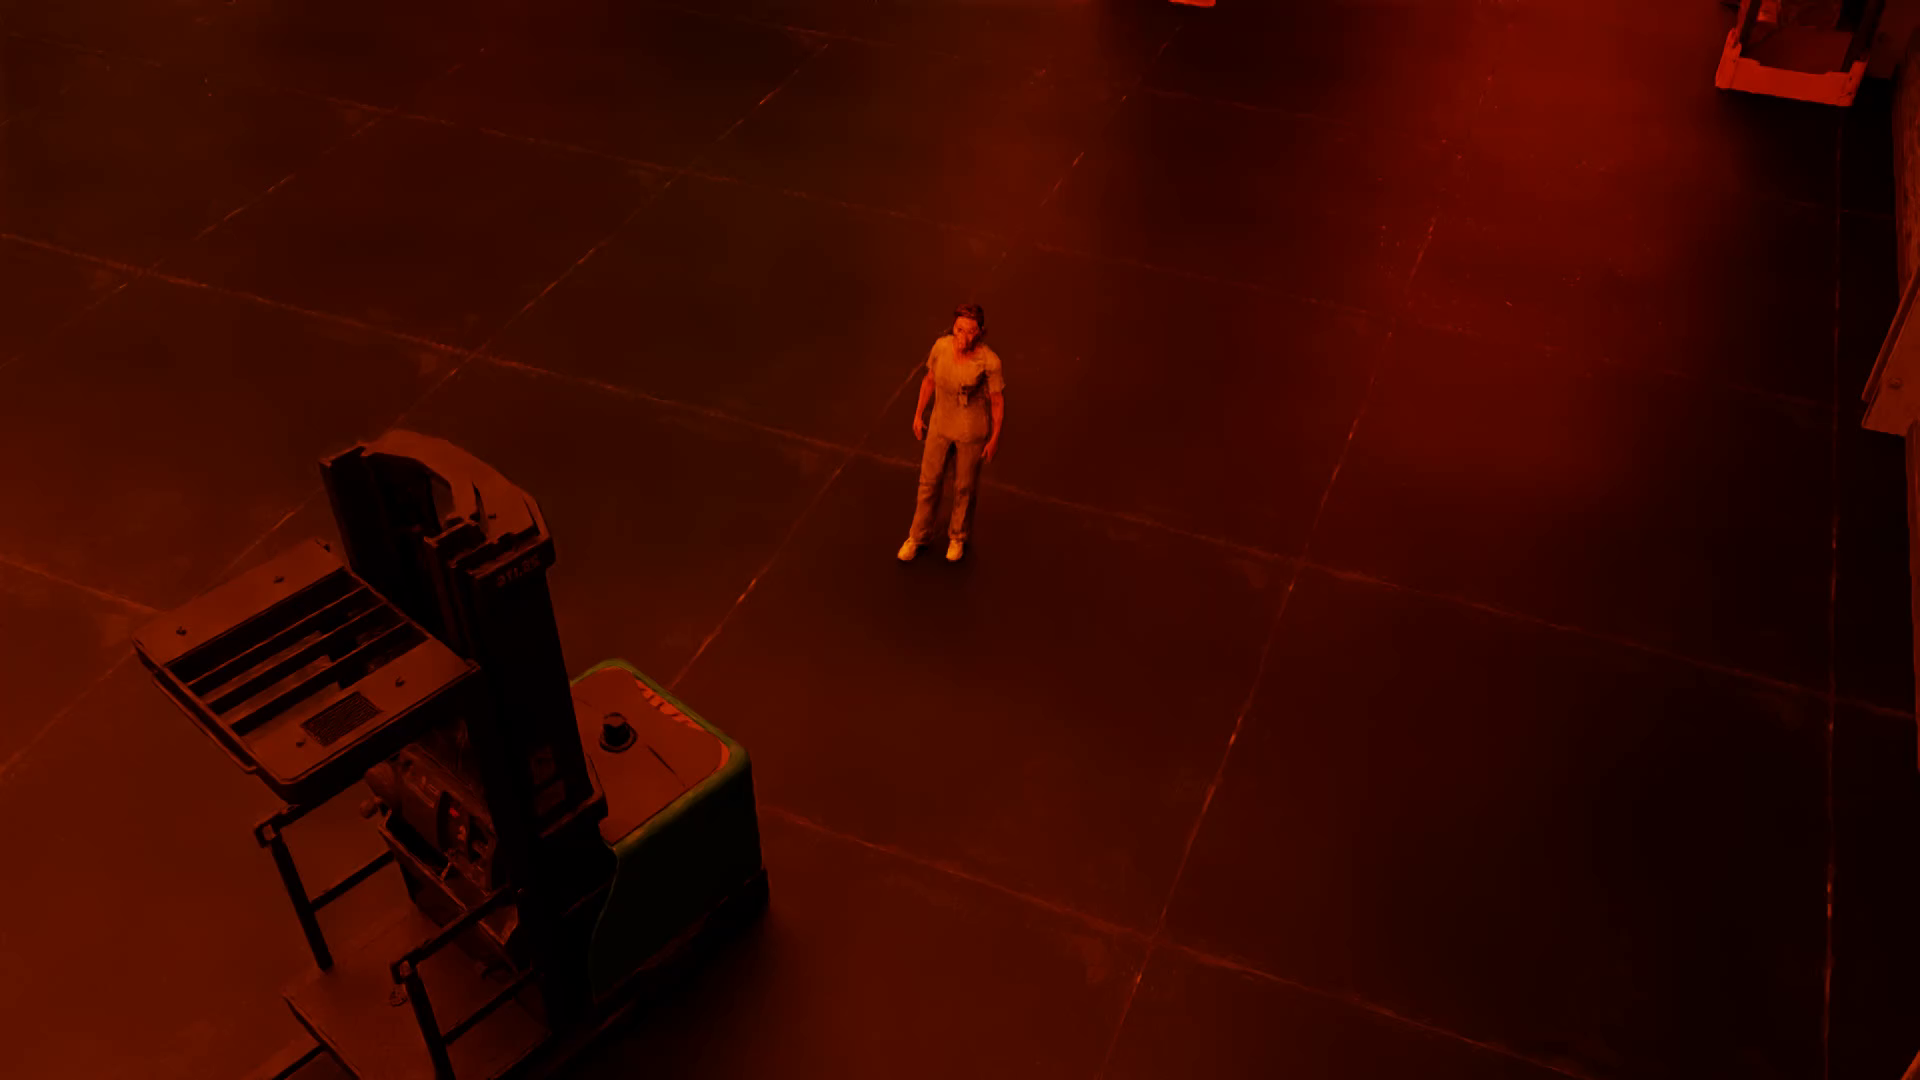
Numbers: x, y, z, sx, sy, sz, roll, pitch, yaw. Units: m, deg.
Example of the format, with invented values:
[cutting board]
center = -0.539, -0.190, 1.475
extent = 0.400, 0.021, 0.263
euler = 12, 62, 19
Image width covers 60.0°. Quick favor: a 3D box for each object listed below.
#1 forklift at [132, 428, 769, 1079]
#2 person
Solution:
[forklift]
center = -2.296, 1.147, 6.636
extent = 1.130, 2.935, 3.031
euler = 30, 49, 31
[person]
center = -0.041, -0.607, 9.699
extent = 0.550, 1.674, 0.548
euler = 15, 42, 17
